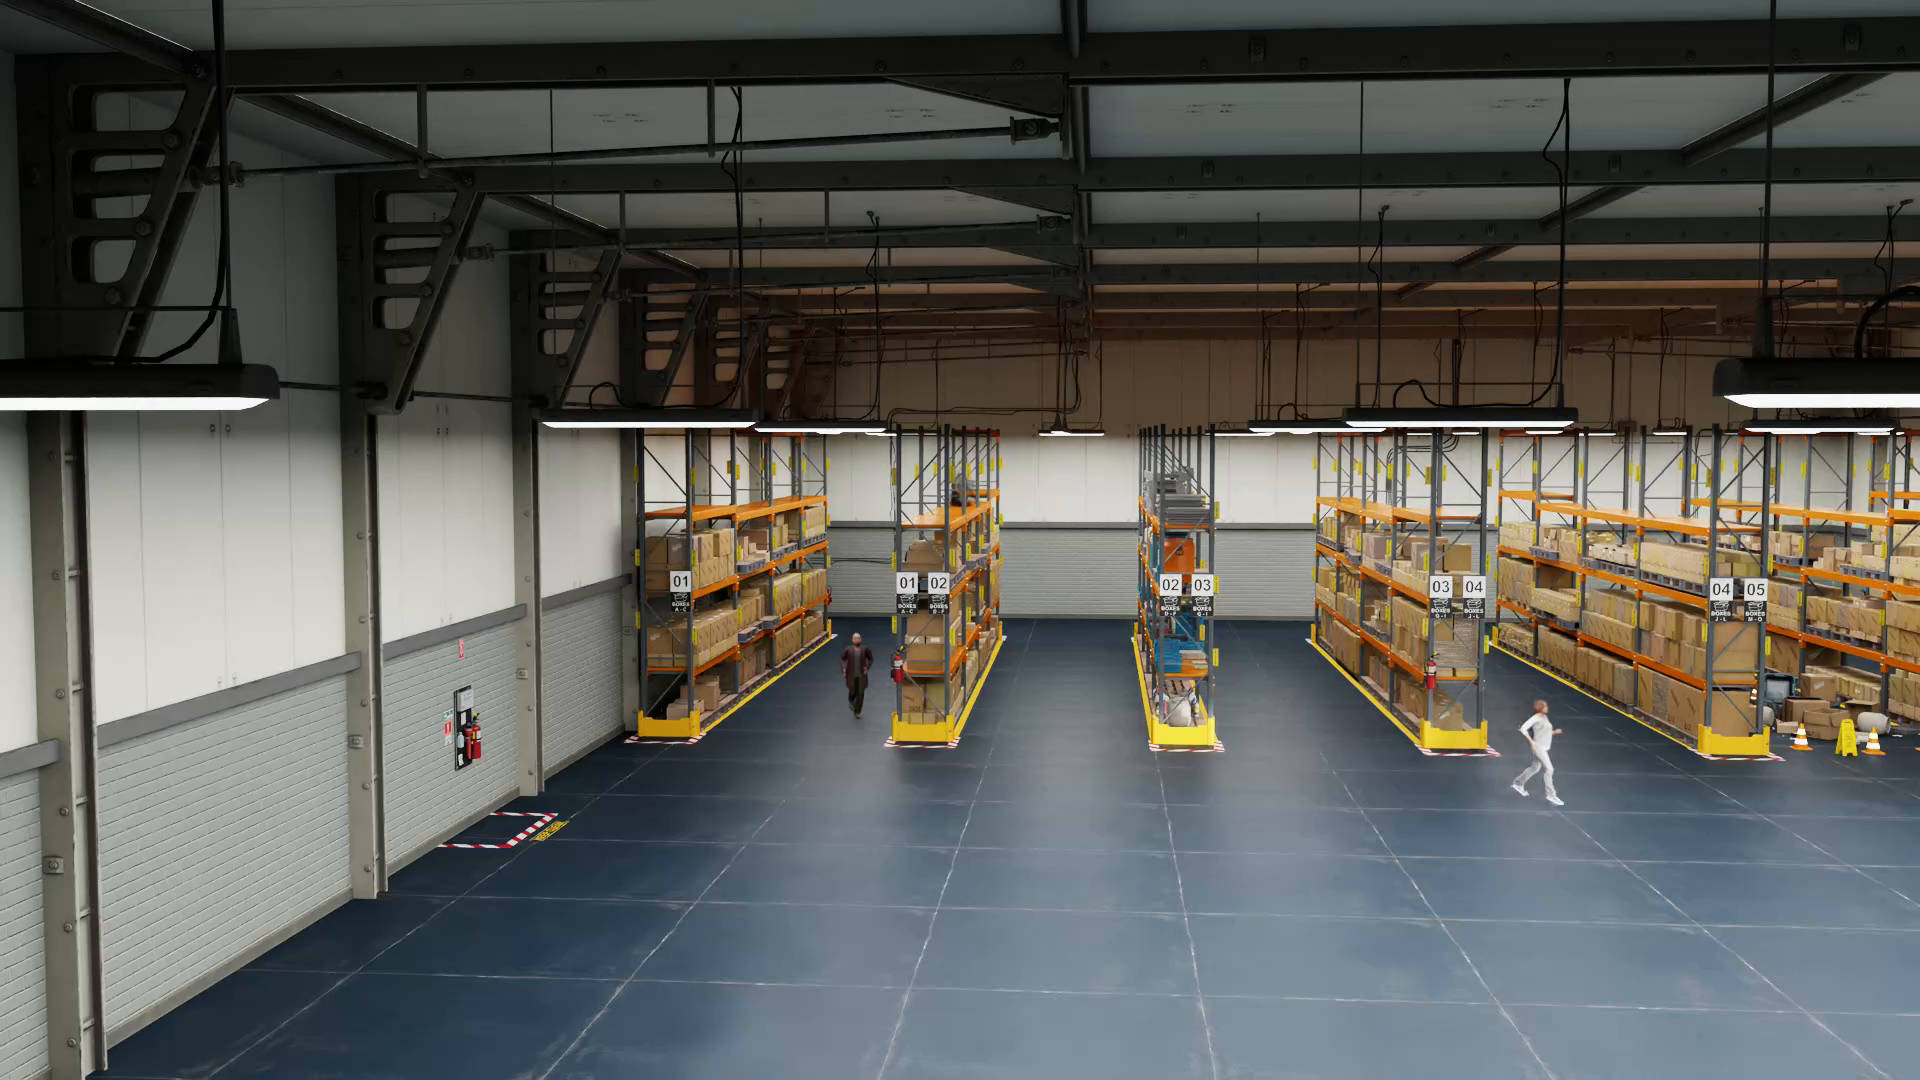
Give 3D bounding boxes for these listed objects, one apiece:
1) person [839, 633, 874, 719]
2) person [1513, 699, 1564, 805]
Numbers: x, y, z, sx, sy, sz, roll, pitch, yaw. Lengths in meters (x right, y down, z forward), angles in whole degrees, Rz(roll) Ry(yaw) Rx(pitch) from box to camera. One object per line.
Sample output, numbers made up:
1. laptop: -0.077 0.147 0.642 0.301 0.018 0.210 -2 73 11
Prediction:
1. person: -2.123 2.784 34.191 0.709 1.737 0.640 0 4 -8
2. person: 9.104 3.310 26.156 0.822 1.618 0.522 2 4 33
